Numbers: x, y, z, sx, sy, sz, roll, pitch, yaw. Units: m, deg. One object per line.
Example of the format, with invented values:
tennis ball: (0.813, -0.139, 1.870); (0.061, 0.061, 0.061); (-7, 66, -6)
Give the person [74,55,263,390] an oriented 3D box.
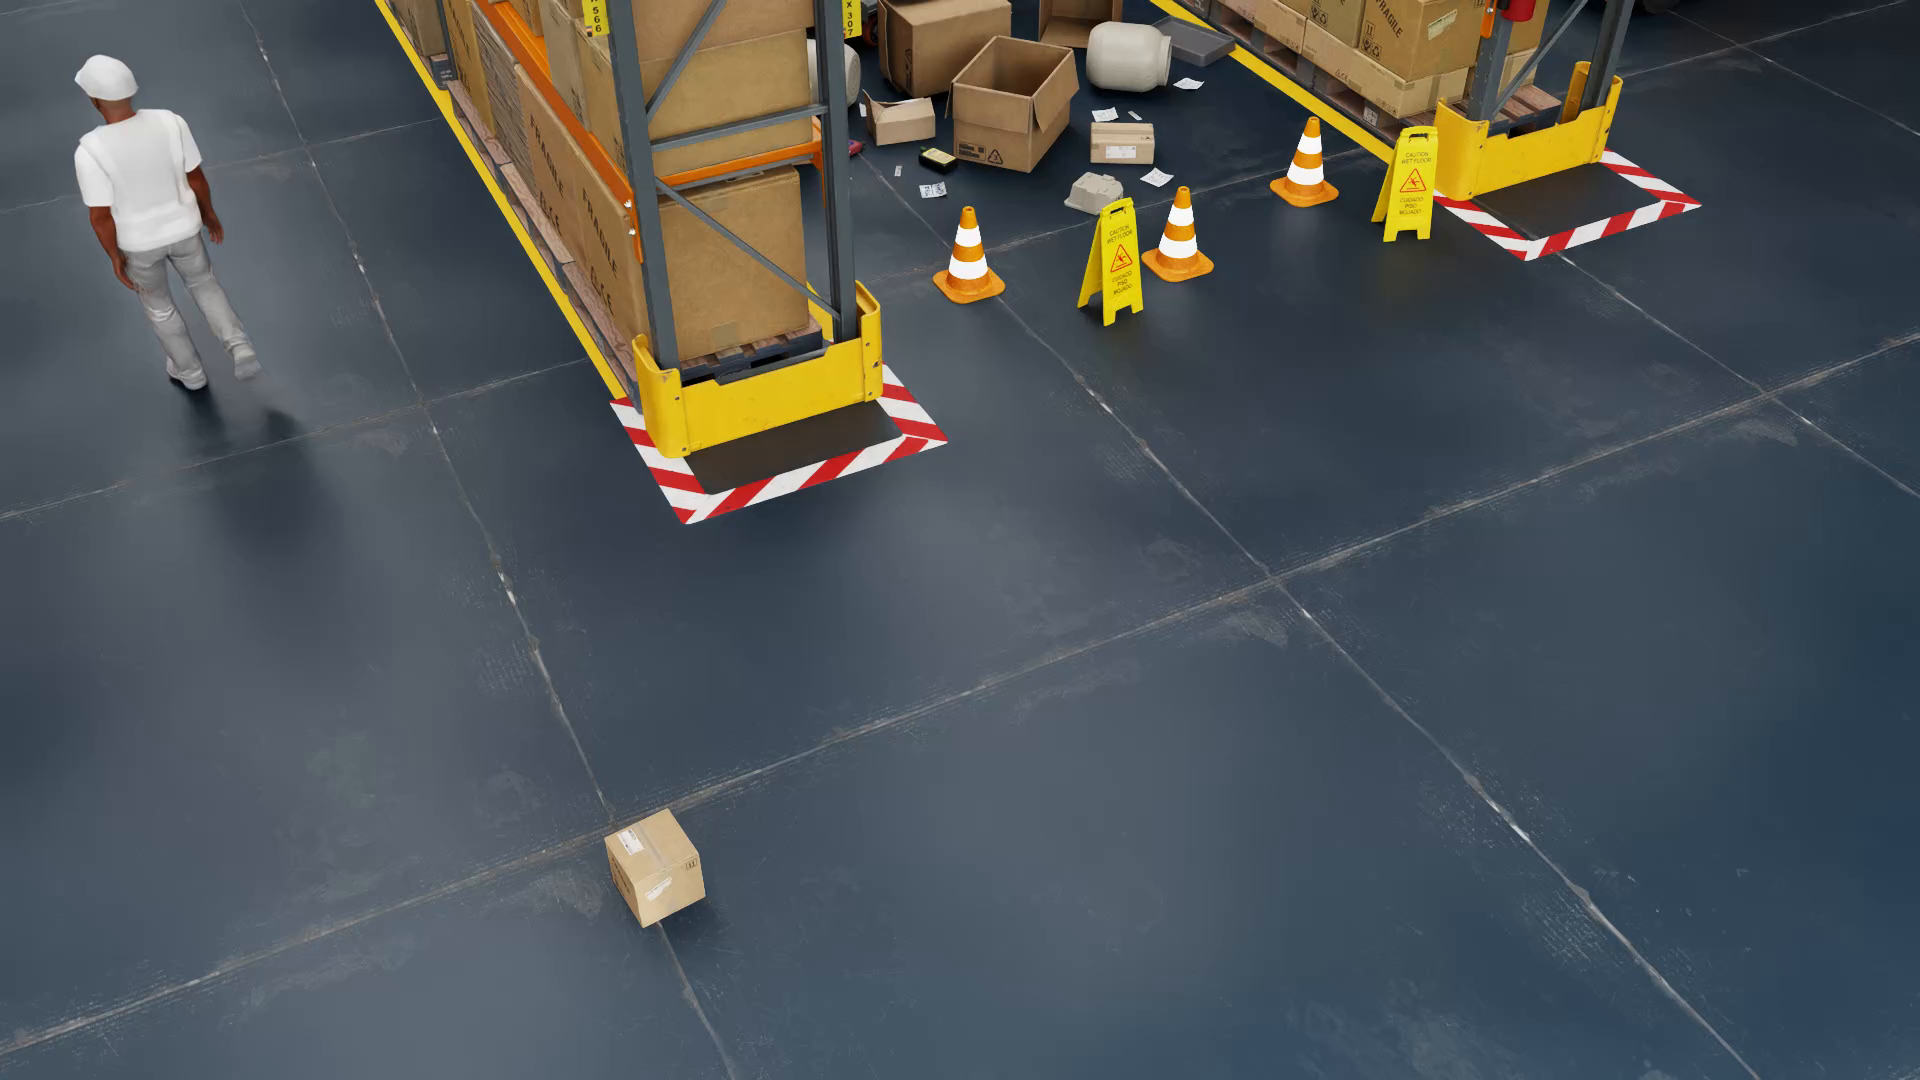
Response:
person: (-3.729, -1.437, 7.766); (0.572, 1.750, 0.665); (-32, 50, -31)
